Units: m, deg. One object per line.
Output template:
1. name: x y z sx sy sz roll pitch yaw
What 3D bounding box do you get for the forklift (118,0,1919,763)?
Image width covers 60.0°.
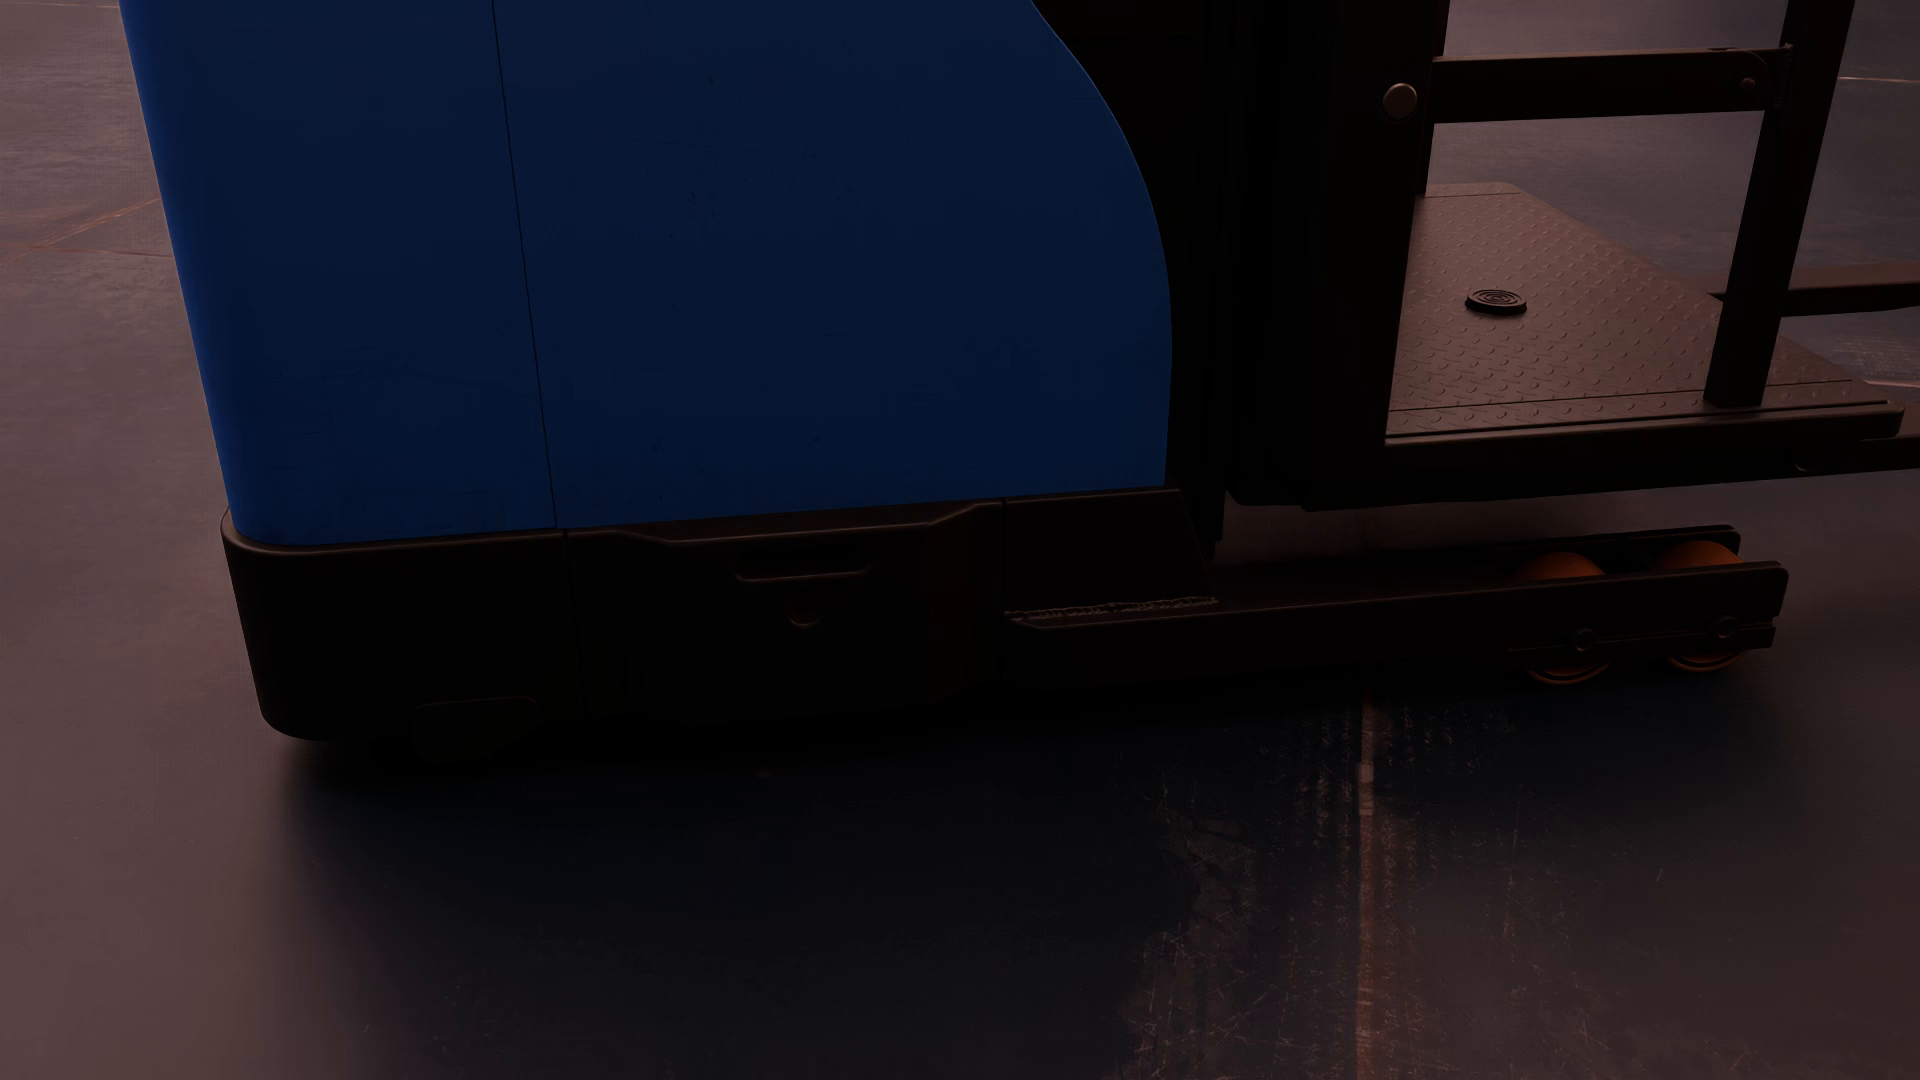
1. forklift: 0.600 -1.354 1.930 3.031 2.935 1.130 -4 27 -9
